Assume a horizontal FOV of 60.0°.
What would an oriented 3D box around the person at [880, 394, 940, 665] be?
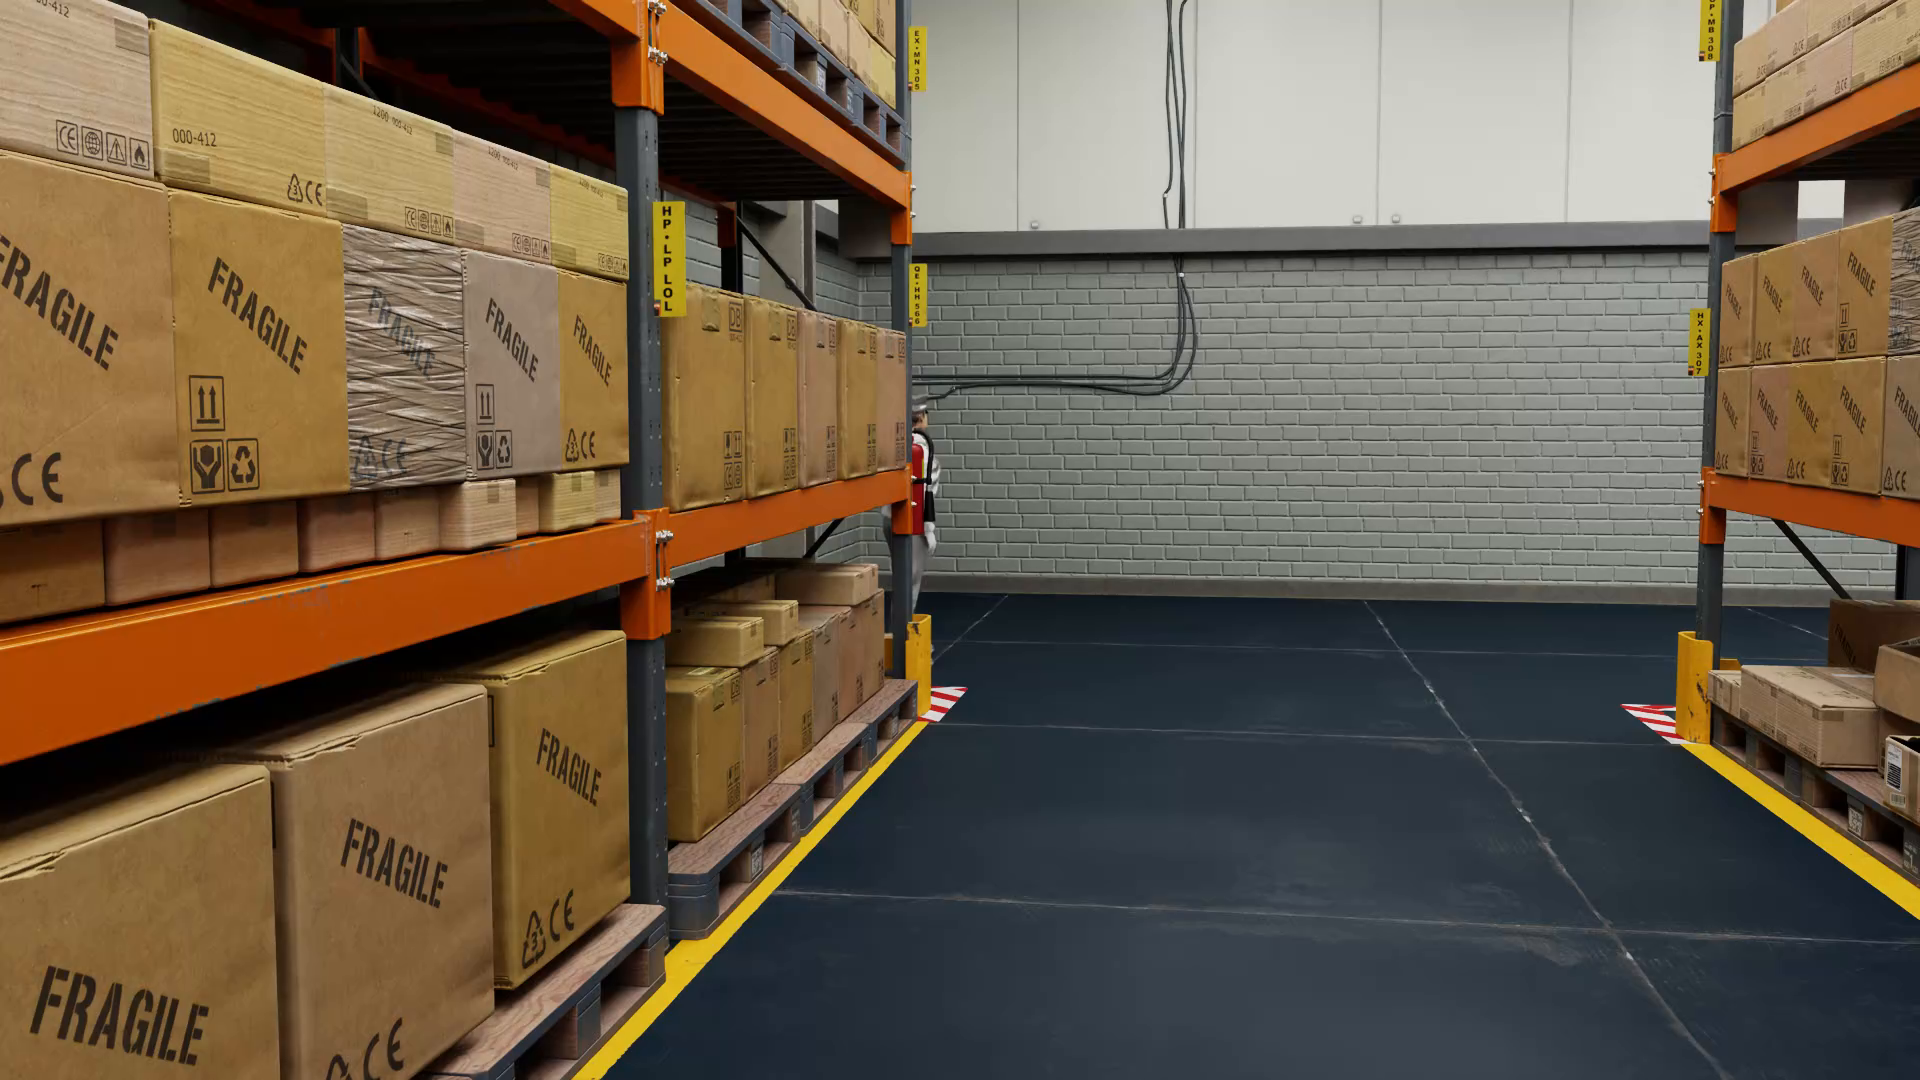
[{"bbox_3d":[-0.301,-0.072,10.404,0.415,1.679,0.543,-2,5,-25],"label":"person"}]
